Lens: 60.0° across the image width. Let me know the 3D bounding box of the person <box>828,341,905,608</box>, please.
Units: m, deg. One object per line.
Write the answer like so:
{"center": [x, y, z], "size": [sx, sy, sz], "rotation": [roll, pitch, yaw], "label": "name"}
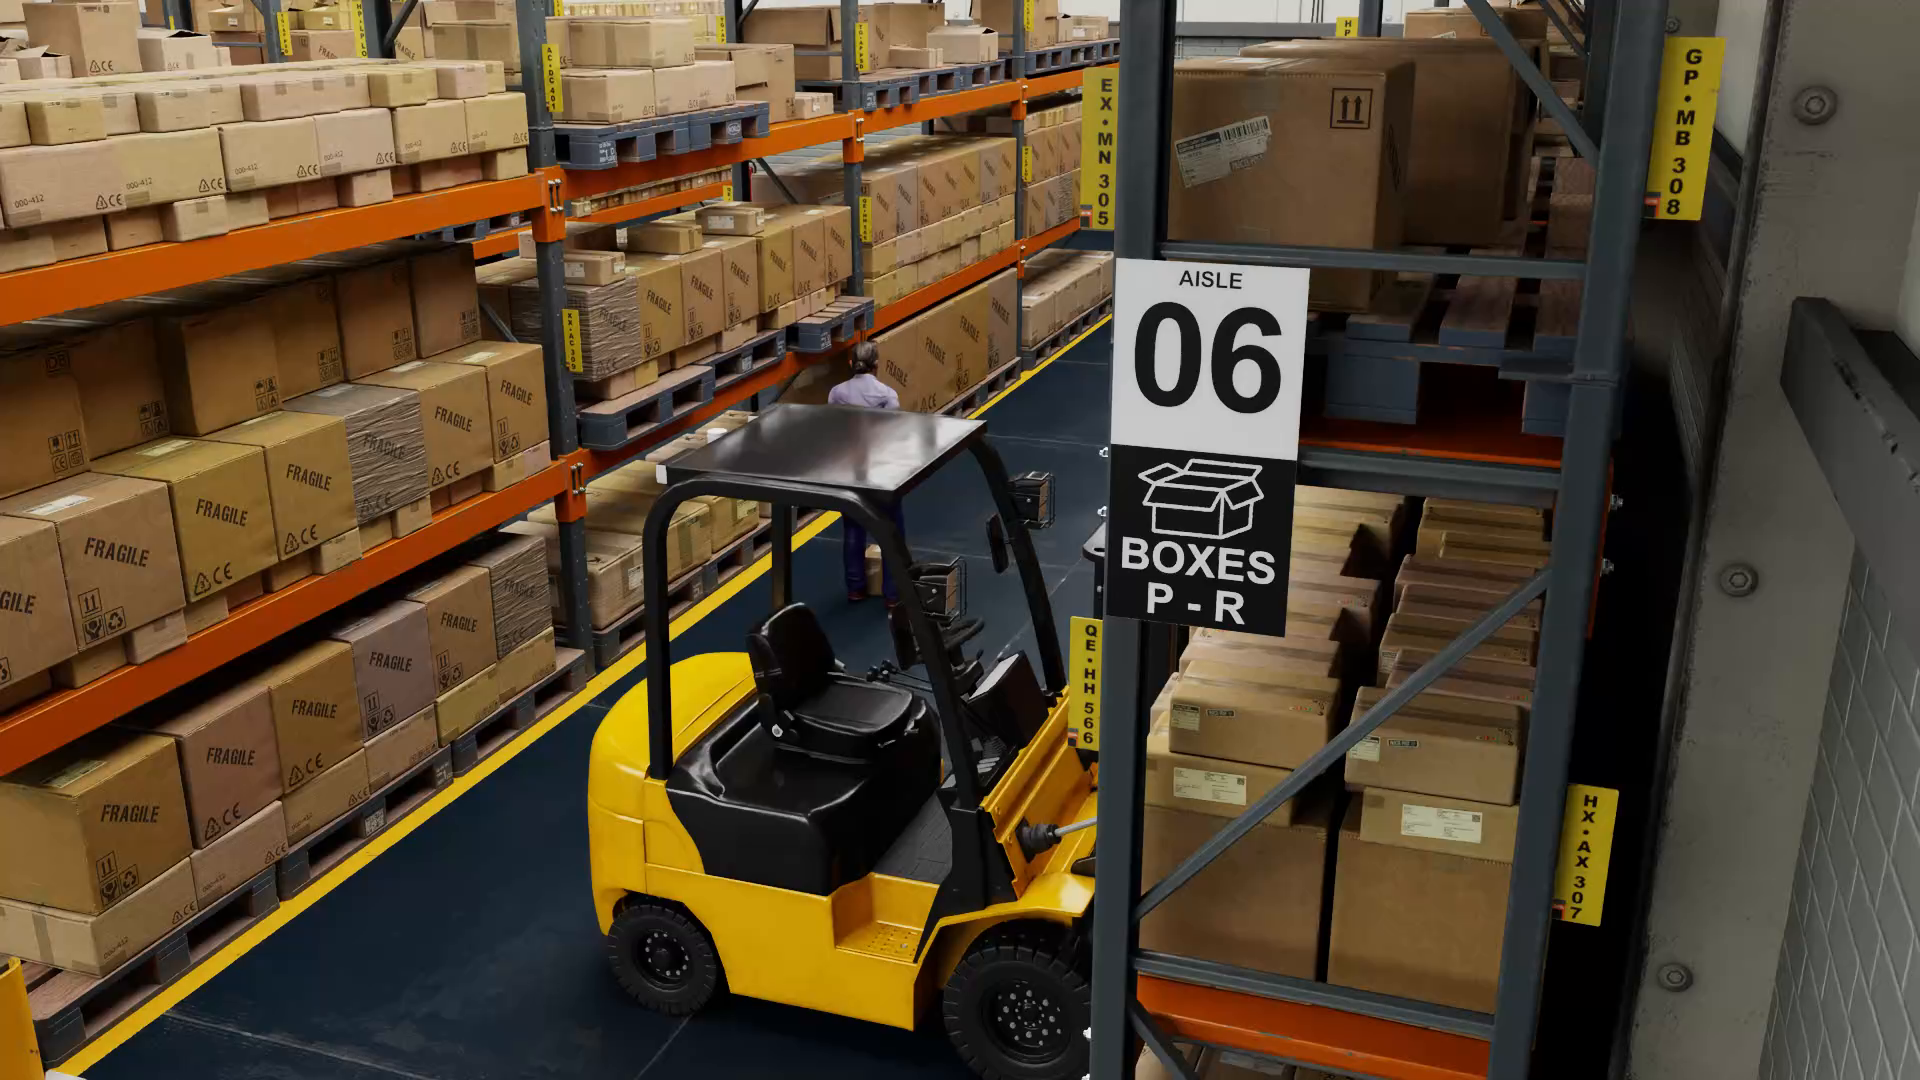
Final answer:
{"center": [-0.549, -0.407, 10.271], "size": [0.564, 1.652, 0.389], "rotation": [5, 19, 15], "label": "person"}
